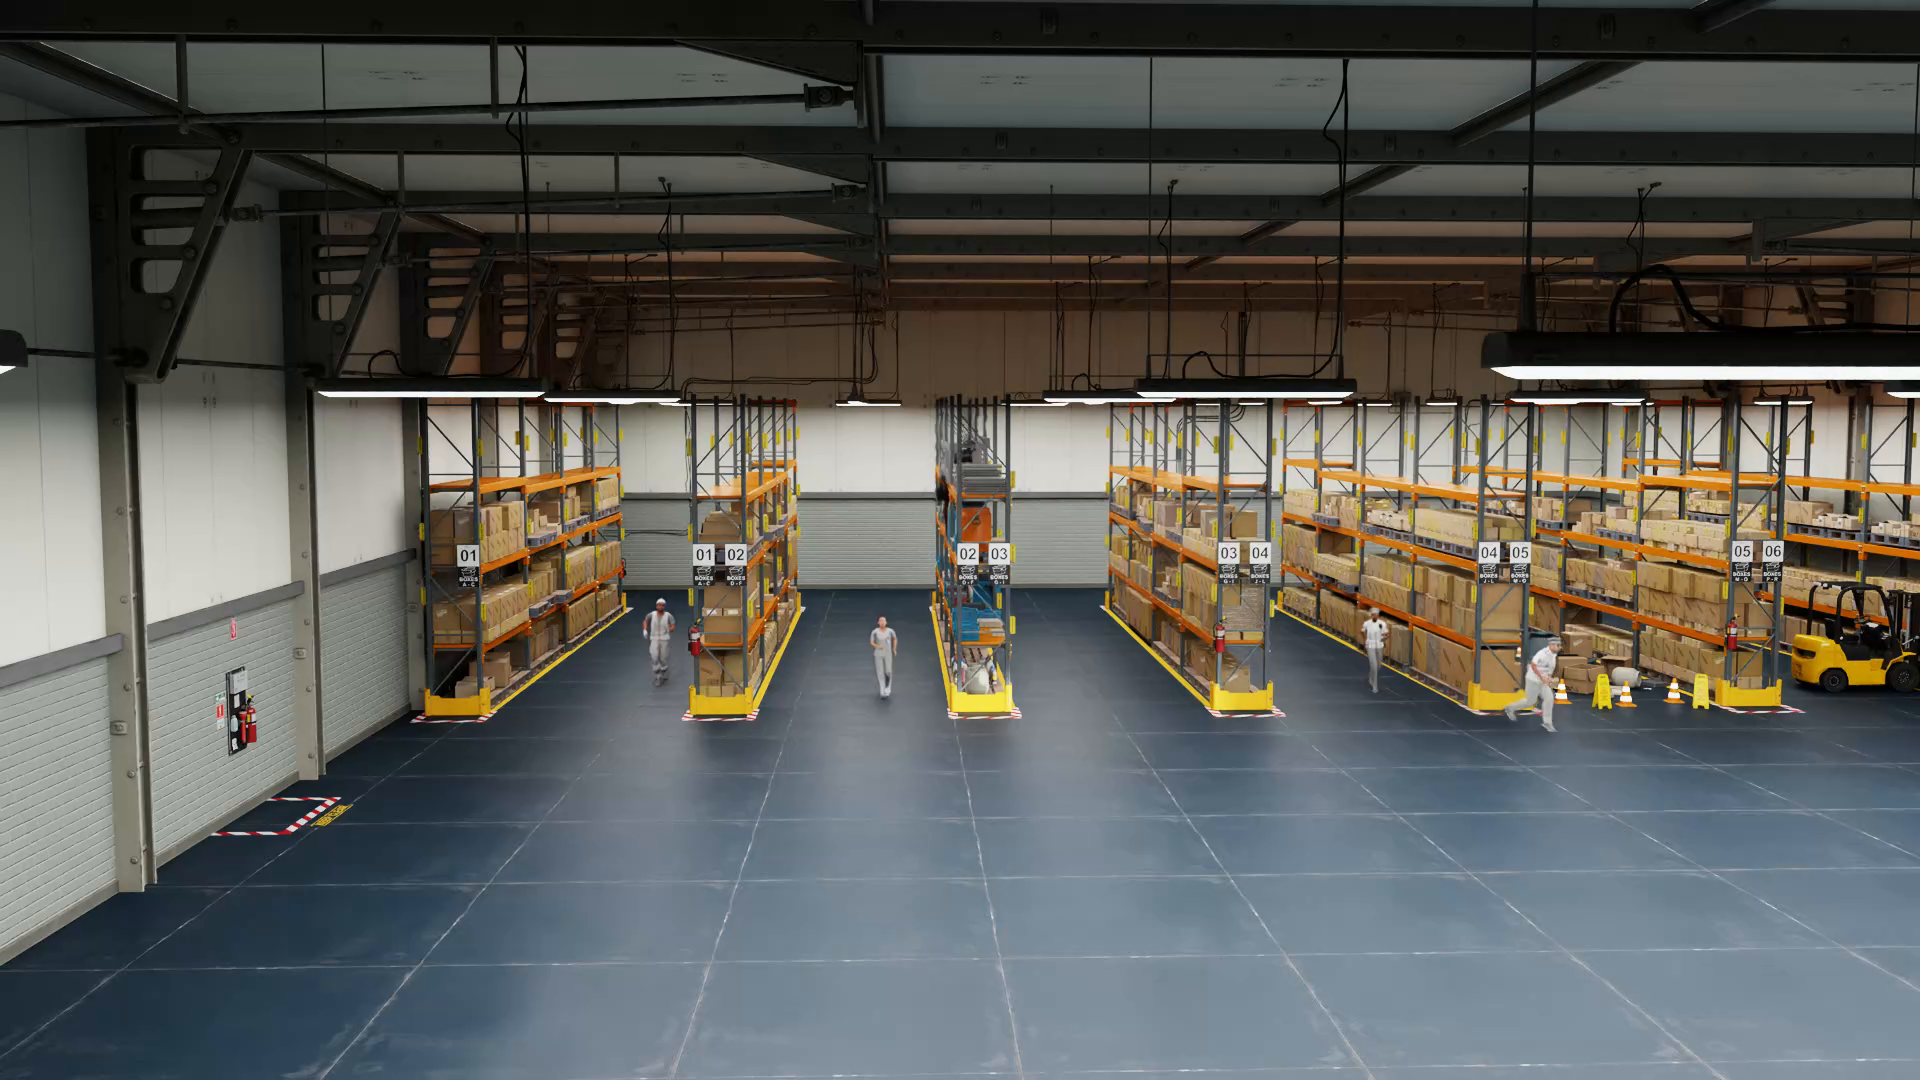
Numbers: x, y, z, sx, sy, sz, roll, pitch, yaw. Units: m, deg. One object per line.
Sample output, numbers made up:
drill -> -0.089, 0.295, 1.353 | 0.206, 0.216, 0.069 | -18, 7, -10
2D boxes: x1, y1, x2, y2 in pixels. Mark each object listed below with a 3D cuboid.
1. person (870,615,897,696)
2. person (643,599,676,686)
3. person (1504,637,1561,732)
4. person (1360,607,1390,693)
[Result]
person -> -1.504, 2.318, 32.907 | 0.543, 1.604, 0.619 | 0, 5, -5
person -> -6.261, 2.122, 34.641 | 0.669, 1.807, 0.762 | -1, 5, -10
person -> 10.282, 2.565, 29.846 | 0.997, 1.730, 0.688 | 3, 6, 37
person -> 8.475, 2.214, 33.934 | 0.570, 1.711, 0.830 | 0, 5, 4
